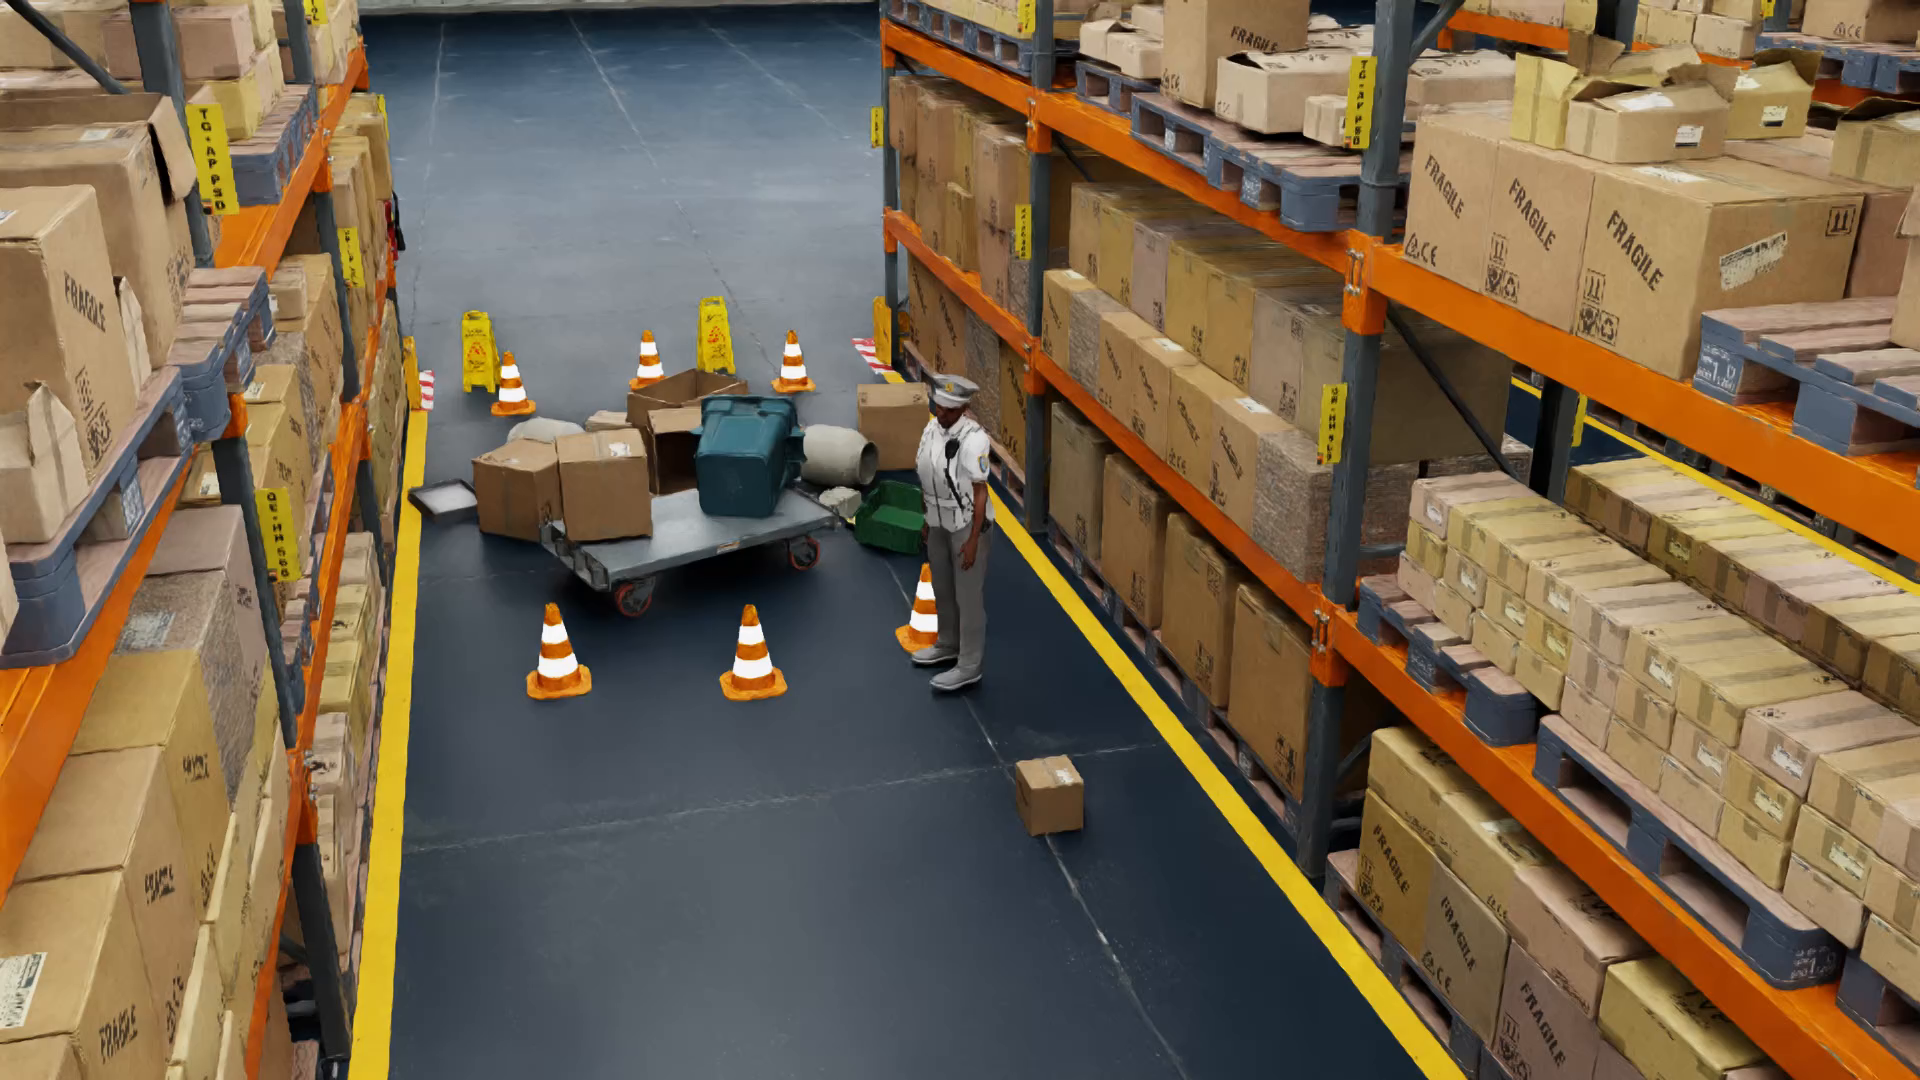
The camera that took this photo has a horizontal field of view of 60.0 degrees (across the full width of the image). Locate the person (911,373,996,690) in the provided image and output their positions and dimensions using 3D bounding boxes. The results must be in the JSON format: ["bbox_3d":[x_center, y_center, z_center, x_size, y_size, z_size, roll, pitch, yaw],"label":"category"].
[{"bbox_3d":[-0.068,-0.056,8.643,0.430,1.685,0.519,-20,30,-38],"label":"person"}]
